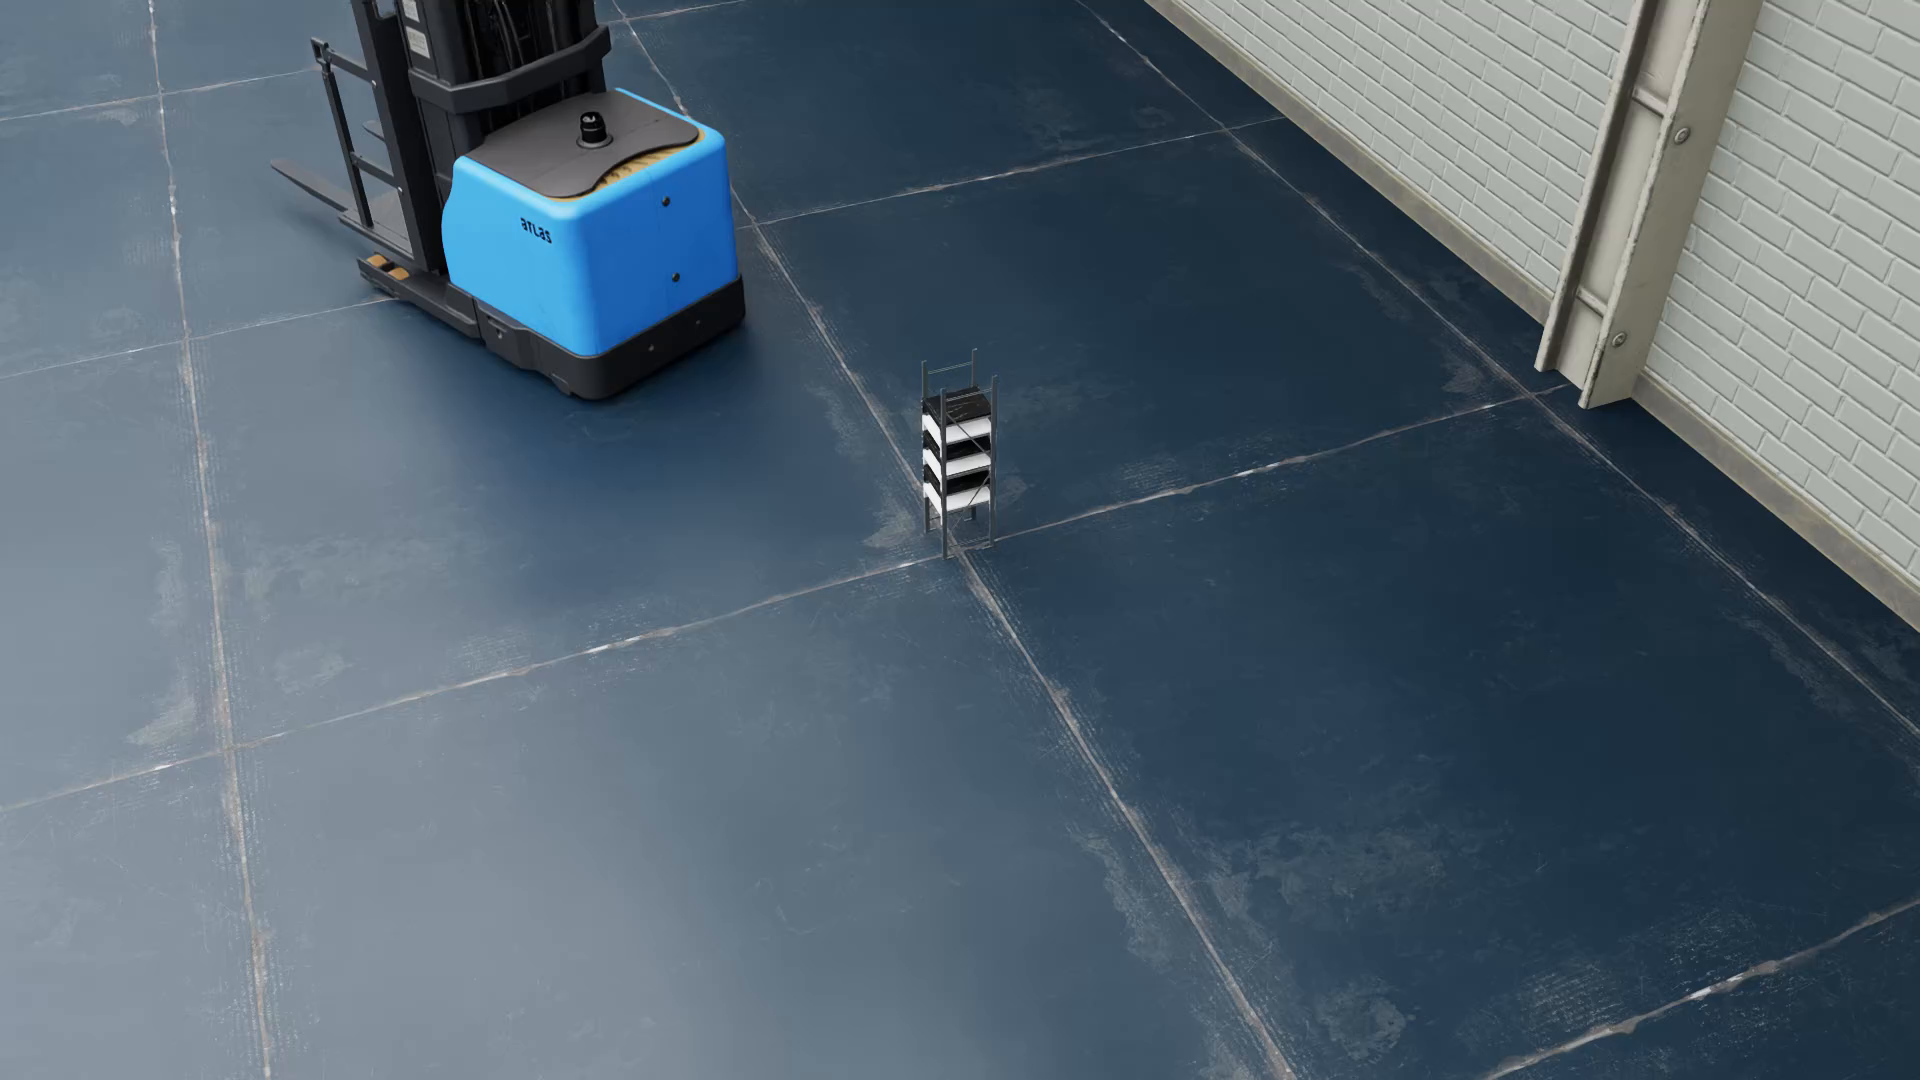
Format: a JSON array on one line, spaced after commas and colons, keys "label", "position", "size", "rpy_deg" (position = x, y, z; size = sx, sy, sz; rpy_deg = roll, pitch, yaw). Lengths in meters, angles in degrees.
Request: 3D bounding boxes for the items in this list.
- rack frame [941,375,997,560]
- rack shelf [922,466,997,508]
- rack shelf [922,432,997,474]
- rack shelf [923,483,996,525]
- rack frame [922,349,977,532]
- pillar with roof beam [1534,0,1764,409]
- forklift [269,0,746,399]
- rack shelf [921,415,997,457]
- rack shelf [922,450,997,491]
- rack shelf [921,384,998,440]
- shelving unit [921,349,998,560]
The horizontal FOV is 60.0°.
[{"label": "rack frame", "position": [0.036, -0.285, 6.891], "size": [0.240, 0.900, 0.006], "rpy_deg": [-15, 43, -17]}, {"label": "rack shelf", "position": [-0.003, -0.253, 7.043], "size": [0.258, 0.077, 0.200], "rpy_deg": [-15, 43, -17]}, {"label": "rack shelf", "position": [-0.003, -0.389, 6.925], "size": [0.258, 0.077, 0.200], "rpy_deg": [-15, 43, -17]}, {"label": "rack shelf", "position": [-0.003, -0.184, 7.101], "size": [0.258, 0.077, 0.200], "rpy_deg": [-15, 43, -17]}, {"label": "rack frame", "position": [-0.042, -0.407, 7.034], "size": [0.240, 0.900, 0.006], "rpy_deg": [-15, 43, -17]}, {"label": "pillar with roof beam", "position": [-0.914, -3.121, 3.978], "size": [9.100, 9.000, 0.400], "rpy_deg": [-15, 43, -17]}, {"label": "forklift", "position": [-2.538, -2.600, 8.025], "size": [3.031, 2.935, 1.130], "rpy_deg": [29, 49, 30]}, {"label": "rack shelf", "position": [-0.003, -0.457, 6.867], "size": [0.258, 0.077, 0.200], "rpy_deg": [-15, 43, -17]}, {"label": "rack shelf", "position": [-0.003, -0.321, 6.984], "size": [0.258, 0.077, 0.200], "rpy_deg": [-15, 43, -17]}, {"label": "rack shelf", "position": [-0.003, -0.526, 6.808], "size": [0.258, 0.077, 0.200], "rpy_deg": [-15, 43, -17]}, {"label": "shelving unit", "position": [-0.003, -0.346, 6.962], "size": [0.258, 0.900, 0.210], "rpy_deg": [-15, 43, -17]}]
